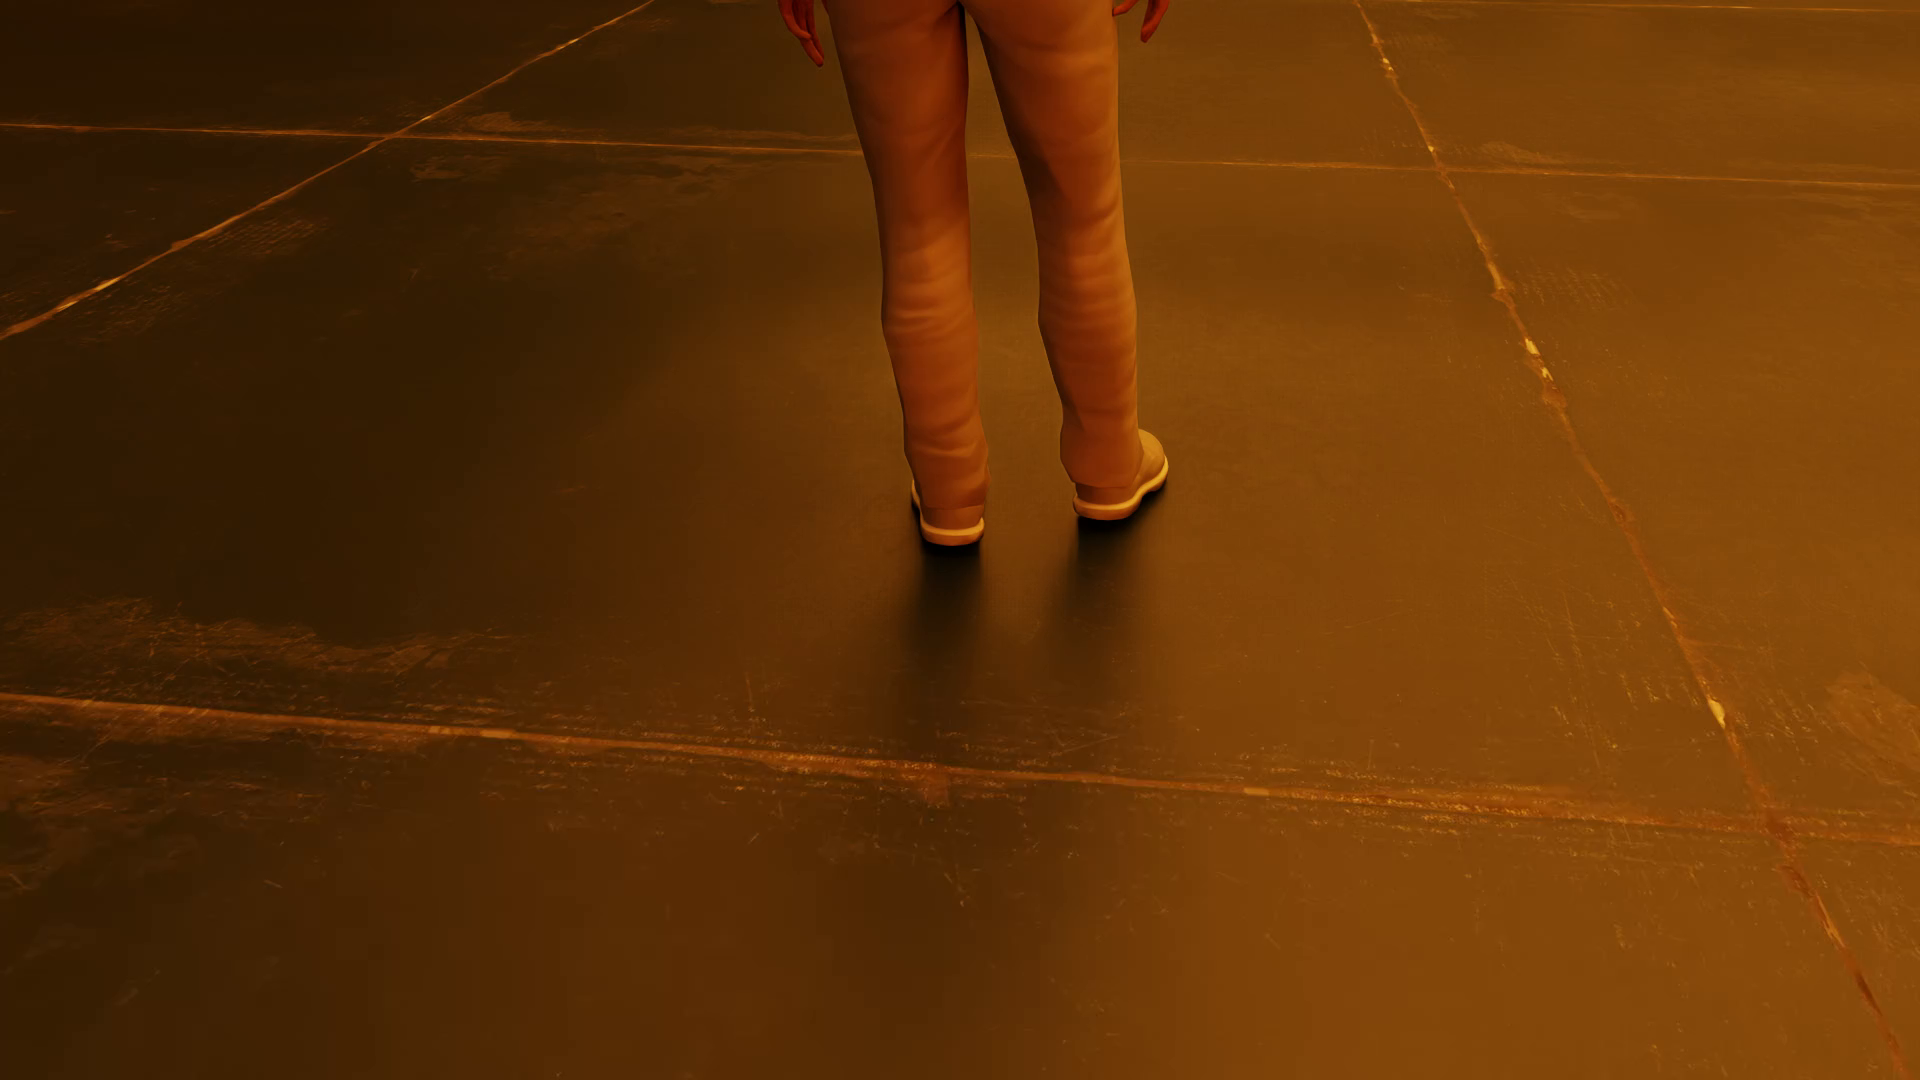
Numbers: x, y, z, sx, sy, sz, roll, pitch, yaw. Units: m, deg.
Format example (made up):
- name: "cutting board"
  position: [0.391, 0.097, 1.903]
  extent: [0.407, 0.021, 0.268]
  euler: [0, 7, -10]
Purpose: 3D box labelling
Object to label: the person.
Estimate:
- name: "person"
  position: [0.030, -0.796, 2.182]
  extent: [0.569, 1.695, 0.530]
  euler: [3, 27, 7]
